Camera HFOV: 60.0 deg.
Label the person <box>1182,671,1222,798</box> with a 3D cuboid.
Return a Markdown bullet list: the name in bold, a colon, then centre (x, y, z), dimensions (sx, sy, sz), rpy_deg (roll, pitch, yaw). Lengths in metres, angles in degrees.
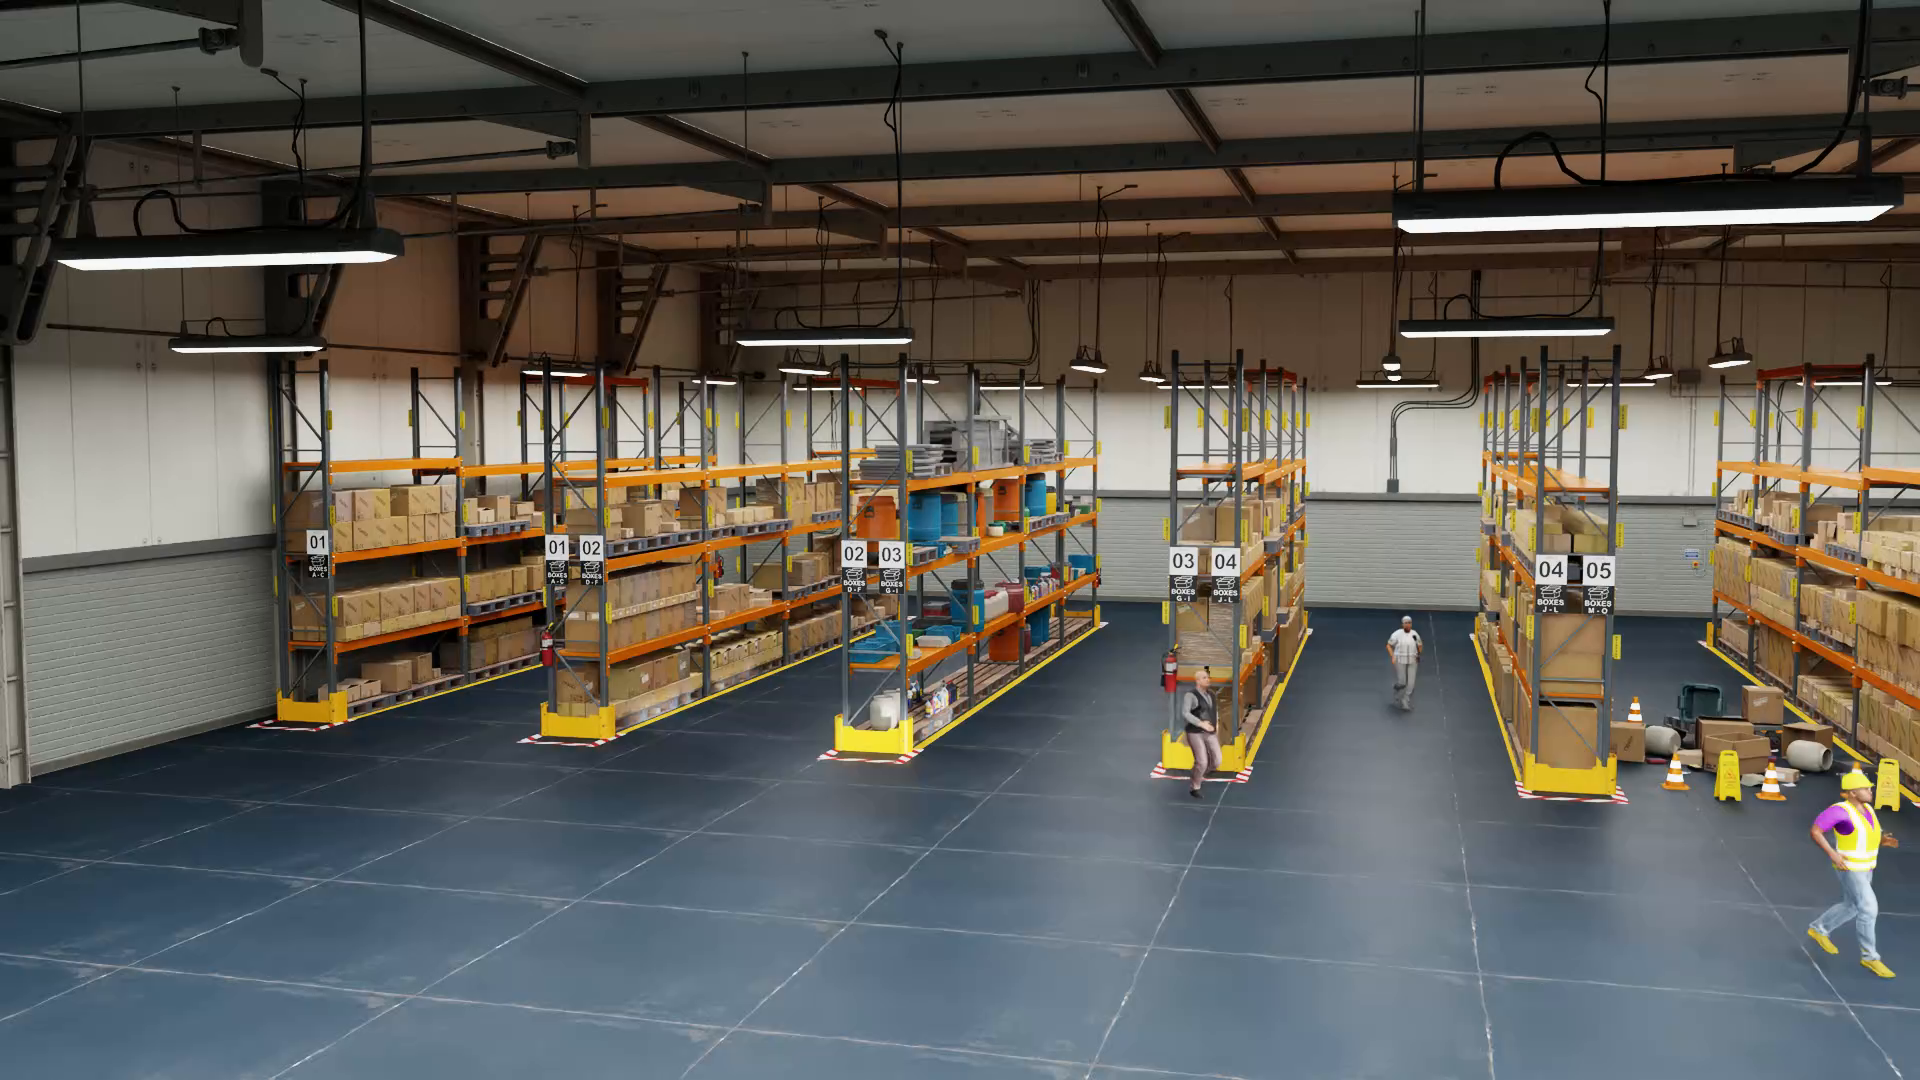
- **person**: centre (3.248, 2.580, 22.098), dimensions (0.707, 1.695, 0.601), rpy_deg (-3, 5, -38)

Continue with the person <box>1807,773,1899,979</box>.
- **person**: centre (8.177, 3.013, 15.219), dimensions (0.688, 1.789, 0.841), rpy_deg (-3, 5, -38)

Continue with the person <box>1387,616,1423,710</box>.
- **person**: centre (7.725, 2.126, 28.807), dimensions (0.607, 1.614, 0.551), rpy_deg (0, 4, 2)
